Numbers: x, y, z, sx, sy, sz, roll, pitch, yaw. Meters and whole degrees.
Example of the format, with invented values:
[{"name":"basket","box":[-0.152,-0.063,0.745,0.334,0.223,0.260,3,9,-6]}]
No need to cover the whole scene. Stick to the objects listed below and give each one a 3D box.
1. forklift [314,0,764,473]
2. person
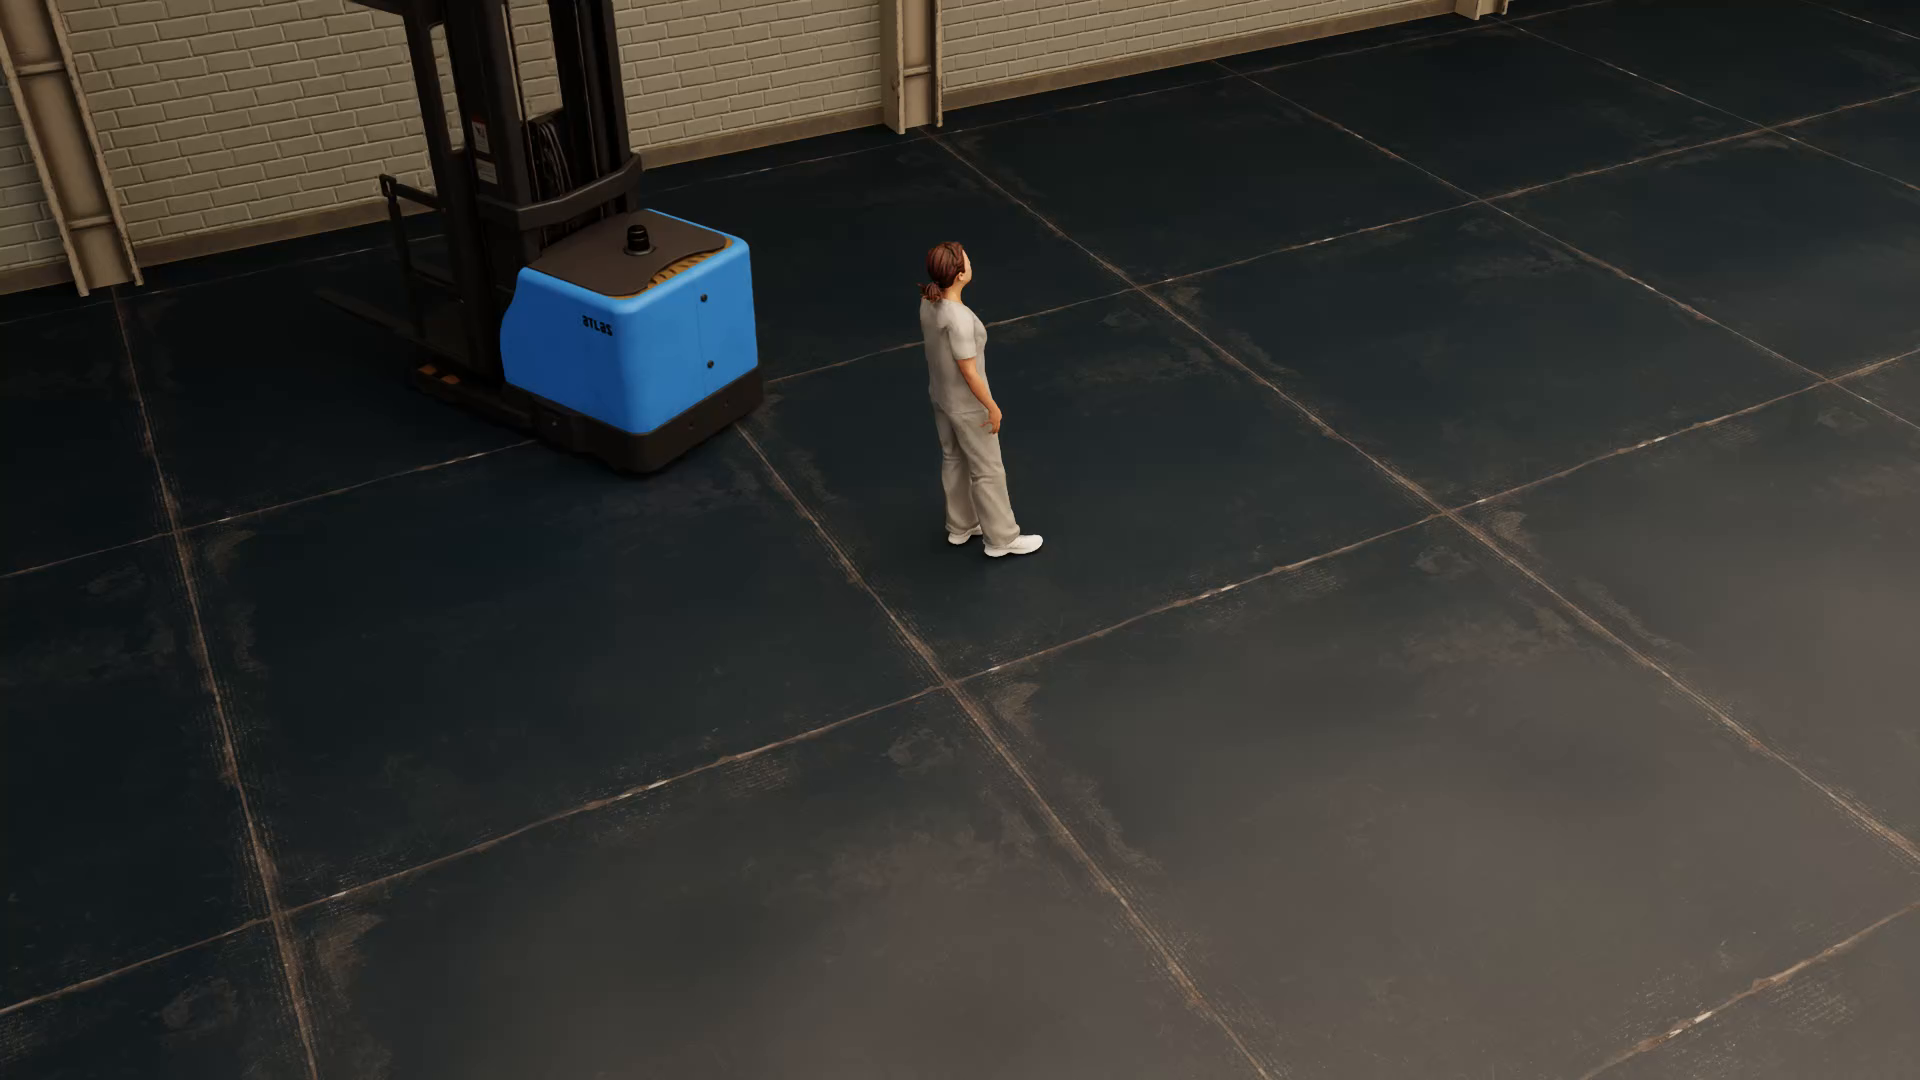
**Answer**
[{"name":"forklift","box":[-2.643,-2.229,9.277,3.031,2.935,1.130,22,41,28]},{"name":"person","box":[0.079,-0.689,8.208,0.532,1.633,0.550,-17,39,-23]}]
